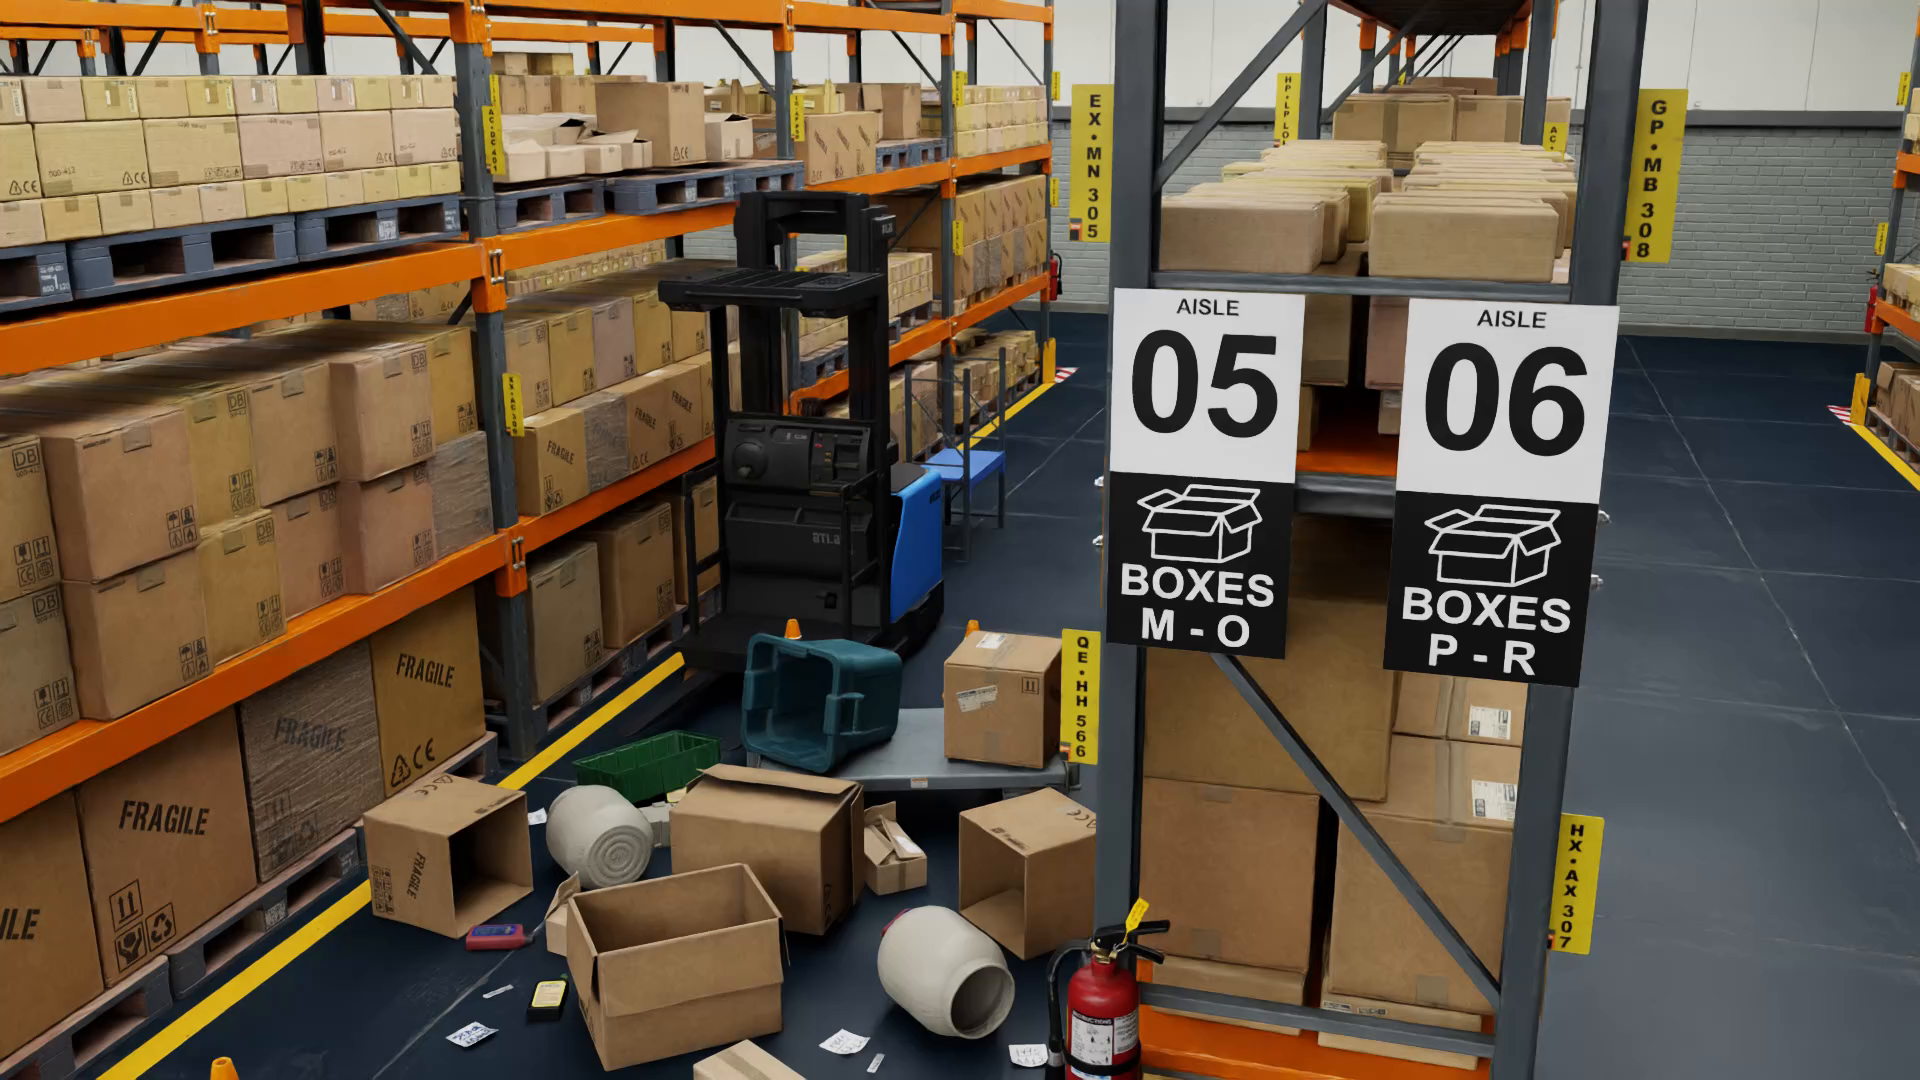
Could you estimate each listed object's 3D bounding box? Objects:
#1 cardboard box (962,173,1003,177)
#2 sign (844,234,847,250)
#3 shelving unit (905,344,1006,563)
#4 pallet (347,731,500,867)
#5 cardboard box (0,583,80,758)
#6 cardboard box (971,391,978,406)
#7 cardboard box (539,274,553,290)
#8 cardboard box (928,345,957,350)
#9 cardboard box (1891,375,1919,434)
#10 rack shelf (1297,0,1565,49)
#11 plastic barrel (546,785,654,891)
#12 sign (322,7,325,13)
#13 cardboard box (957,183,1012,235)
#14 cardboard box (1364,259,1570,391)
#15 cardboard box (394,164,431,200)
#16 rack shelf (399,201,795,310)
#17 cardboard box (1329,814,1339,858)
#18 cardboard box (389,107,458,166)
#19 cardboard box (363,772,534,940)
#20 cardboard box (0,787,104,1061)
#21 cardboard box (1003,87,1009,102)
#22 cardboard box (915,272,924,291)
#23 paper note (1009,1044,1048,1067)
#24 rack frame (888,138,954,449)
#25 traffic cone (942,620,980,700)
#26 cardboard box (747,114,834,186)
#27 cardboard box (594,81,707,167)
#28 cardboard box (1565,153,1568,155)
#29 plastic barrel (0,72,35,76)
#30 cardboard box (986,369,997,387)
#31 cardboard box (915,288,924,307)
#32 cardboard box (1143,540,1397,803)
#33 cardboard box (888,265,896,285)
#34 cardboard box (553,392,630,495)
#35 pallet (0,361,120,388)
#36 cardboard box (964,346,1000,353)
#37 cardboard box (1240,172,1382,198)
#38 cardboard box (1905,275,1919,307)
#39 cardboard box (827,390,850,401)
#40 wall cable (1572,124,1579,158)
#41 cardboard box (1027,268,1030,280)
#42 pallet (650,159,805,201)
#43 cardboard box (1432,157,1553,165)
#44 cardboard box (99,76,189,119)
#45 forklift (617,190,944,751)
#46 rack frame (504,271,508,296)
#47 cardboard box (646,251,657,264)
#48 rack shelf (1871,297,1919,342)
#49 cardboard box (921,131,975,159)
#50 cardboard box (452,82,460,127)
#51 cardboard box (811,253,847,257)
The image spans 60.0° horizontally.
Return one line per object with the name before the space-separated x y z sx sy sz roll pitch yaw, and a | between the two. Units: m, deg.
cardboard box | 0.199 -3.997 19.363 0.500 0.500 0.500 5 16 16
sign | -1.078 -2.832 16.229 0.100 0.325 0.005 5 16 16
shelving unit | -0.024 -0.699 13.046 0.538 1.500 1.048 5 16 16
pallet | -3.120 1.252 8.527 1.003 0.211 1.213 5 16 16
cardboard box | -3.768 0.446 5.985 0.875 0.550 0.550 5 16 16
cardboard box | -0.023 -1.485 17.522 0.380 0.149 0.250 4 16 15
cardboard box | -4.730 -2.855 18.357 0.380 0.149 0.250 5 17 18
cardboard box | -0.248 -2.082 18.536 0.380 0.149 0.250 5 17 17
cardboard box | 9.571 -1.306 16.250 0.700 0.500 0.500 5 17 18
rack shelf | 2.514 -2.796 8.746 1.077 0.370 4.000 5 16 16
plastic barrel | -1.680 1.373 7.713 0.421 0.421 0.512 -10 19 -32
sign | -8.362 -6.909 21.789 0.100 0.325 0.005 5 16 16
cardboard box | 0.260 -3.547 17.777 0.500 0.500 0.500 4 16 14
cardboard box | 1.208 -0.503 3.839 0.500 0.250 0.500 4 16 15
cardboard box | -2.697 -1.668 7.725 0.380 0.149 0.250 5 17 17
rack shelf | -2.260 -1.902 10.361 1.077 0.370 4.000 5 16 16
cardboard box | 1.021 0.862 5.253 0.380 0.149 0.250 5 17 17
cardboard box | -2.722 -1.898 7.802 0.500 0.250 0.500 4 16 15
cardboard box | -2.286 1.405 7.455 0.500 0.500 0.500 8 18 25
cardboard box | -3.836 1.402 6.014 0.875 0.875 0.875 5 17 16
cardboard box | 0.310 -4.714 17.584 0.380 0.149 0.250 4 16 14
cardboard box | -0.553 -2.411 15.478 0.380 0.149 0.250 5 17 16
paper note | 0.264 1.962 6.355 0.142 0.019 0.148 -1 16 -3
rack frame | -0.555 -2.375 16.206 1.000 3.000 0.127 5 16 16
traffic cone | 0.080 0.709 9.980 0.336 0.463 0.334 5 16 16
cardboard box | -1.274 -2.949 12.548 0.500 0.500 0.500 5 16 16
cardboard box | -1.917 -2.593 10.343 0.500 0.500 0.500 5 16 16
cardboard box | 2.640 -1.752 8.018 0.500 0.250 0.500 4 16 15
plastic barrel | -10.095 -4.651 17.620 0.600 0.588 0.600 0 16 0
cardboard box | 0.188 -1.760 17.947 0.380 0.149 0.250 4 16 15
cardboard box | -0.551 -2.269 15.523 0.380 0.149 0.250 5 17 16
cardboard box | 0.745 0.299 4.218 0.700 0.500 0.500 4 16 15
cardboard box | -0.781 -2.352 14.724 0.380 0.149 0.250 4 16 14
cardboard box | -2.278 -0.579 9.691 0.500 0.500 0.500 5 17 16
pallet | -6.942 -1.126 12.155 1.003 0.211 1.213 5 16 16
cardboard box | 0.257 -2.043 18.402 0.380 0.149 0.250 4 16 14
cardboard box | 0.985 -0.954 4.698 0.380 0.149 0.250 5 16 16
cardboard box | 9.445 -2.389 15.983 0.500 0.250 0.500 4 16 15
cardboard box | -0.967 -1.112 14.189 0.500 0.250 0.500 5 17 16
wall cable | 8.299 -4.923 23.327 0.588 1.984 0.122 5 16 16
cardboard box | 0.596 -3.065 19.097 0.380 0.149 0.250 4 16 15
pallet | -1.824 -2.508 11.525 1.213 0.211 1.003 5 17 18
cardboard box | 1.761 -1.186 5.516 0.380 0.149 0.250 5 17 17
cardboard box | -3.131 -1.654 6.212 0.380 0.149 0.250 5 17 17
forklift | -1.044 -0.522 9.798 1.130 2.935 3.031 5 17 17
rack frame | -5.282 -2.786 17.655 1.000 3.000 0.127 5 16 16
cardboard box | -4.003 -3.525 20.720 0.380 0.149 0.250 5 17 16
rack shelf | 9.548 -1.811 15.535 1.077 0.370 4.000 5 16 16
cardboard box | -0.170 -3.847 16.172 0.500 0.250 0.500 5 17 19
cardboard box | -5.437 -4.327 16.637 0.700 0.500 0.500 5 17 17
cardboard box | -1.181 -2.602 15.605 0.380 0.149 0.250 5 17 17
